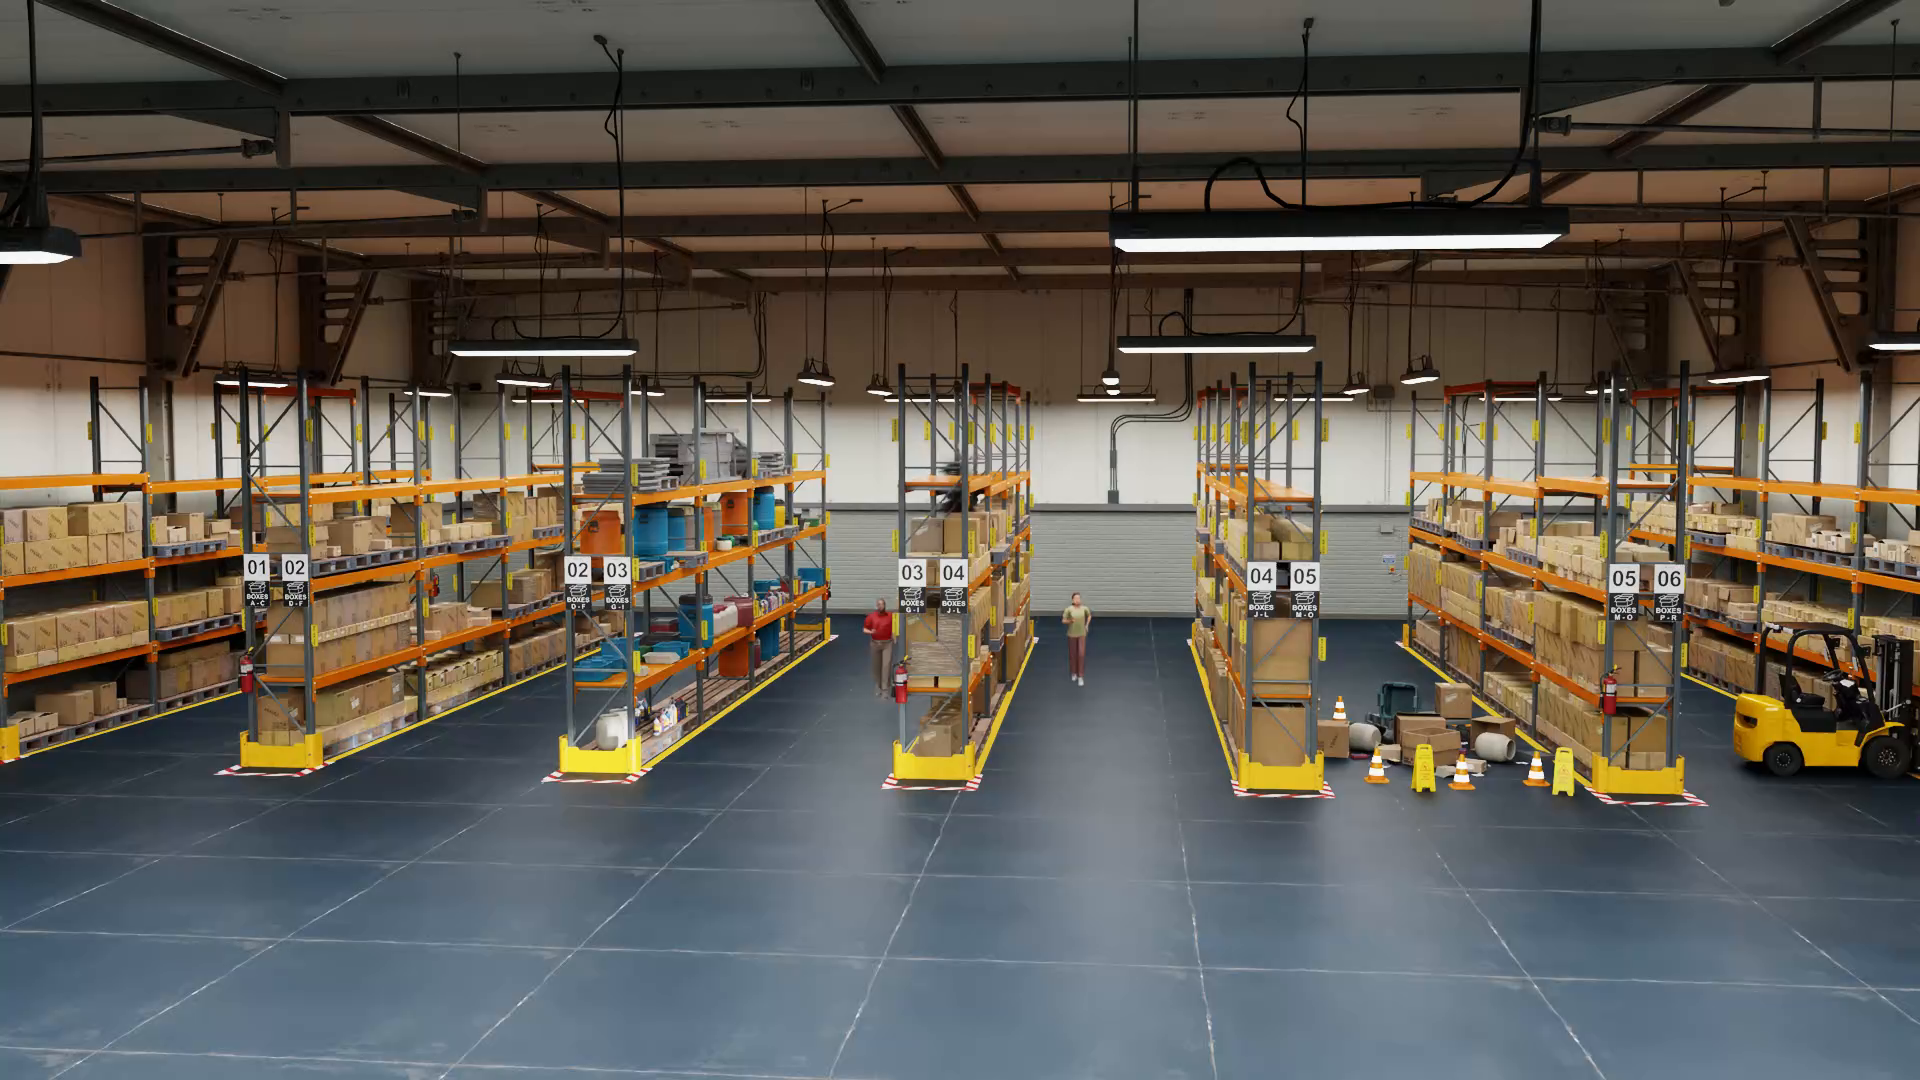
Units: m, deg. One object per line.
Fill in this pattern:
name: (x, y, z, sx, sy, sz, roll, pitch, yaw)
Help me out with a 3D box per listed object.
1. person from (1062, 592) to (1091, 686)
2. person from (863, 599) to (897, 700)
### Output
person: (2.201, 1.844, 31.361, 0.570, 1.714, 0.780, 0, 4, 0)
person: (-1.407, 1.938, 29.669, 0.659, 1.781, 0.898, 0, 4, -2)
